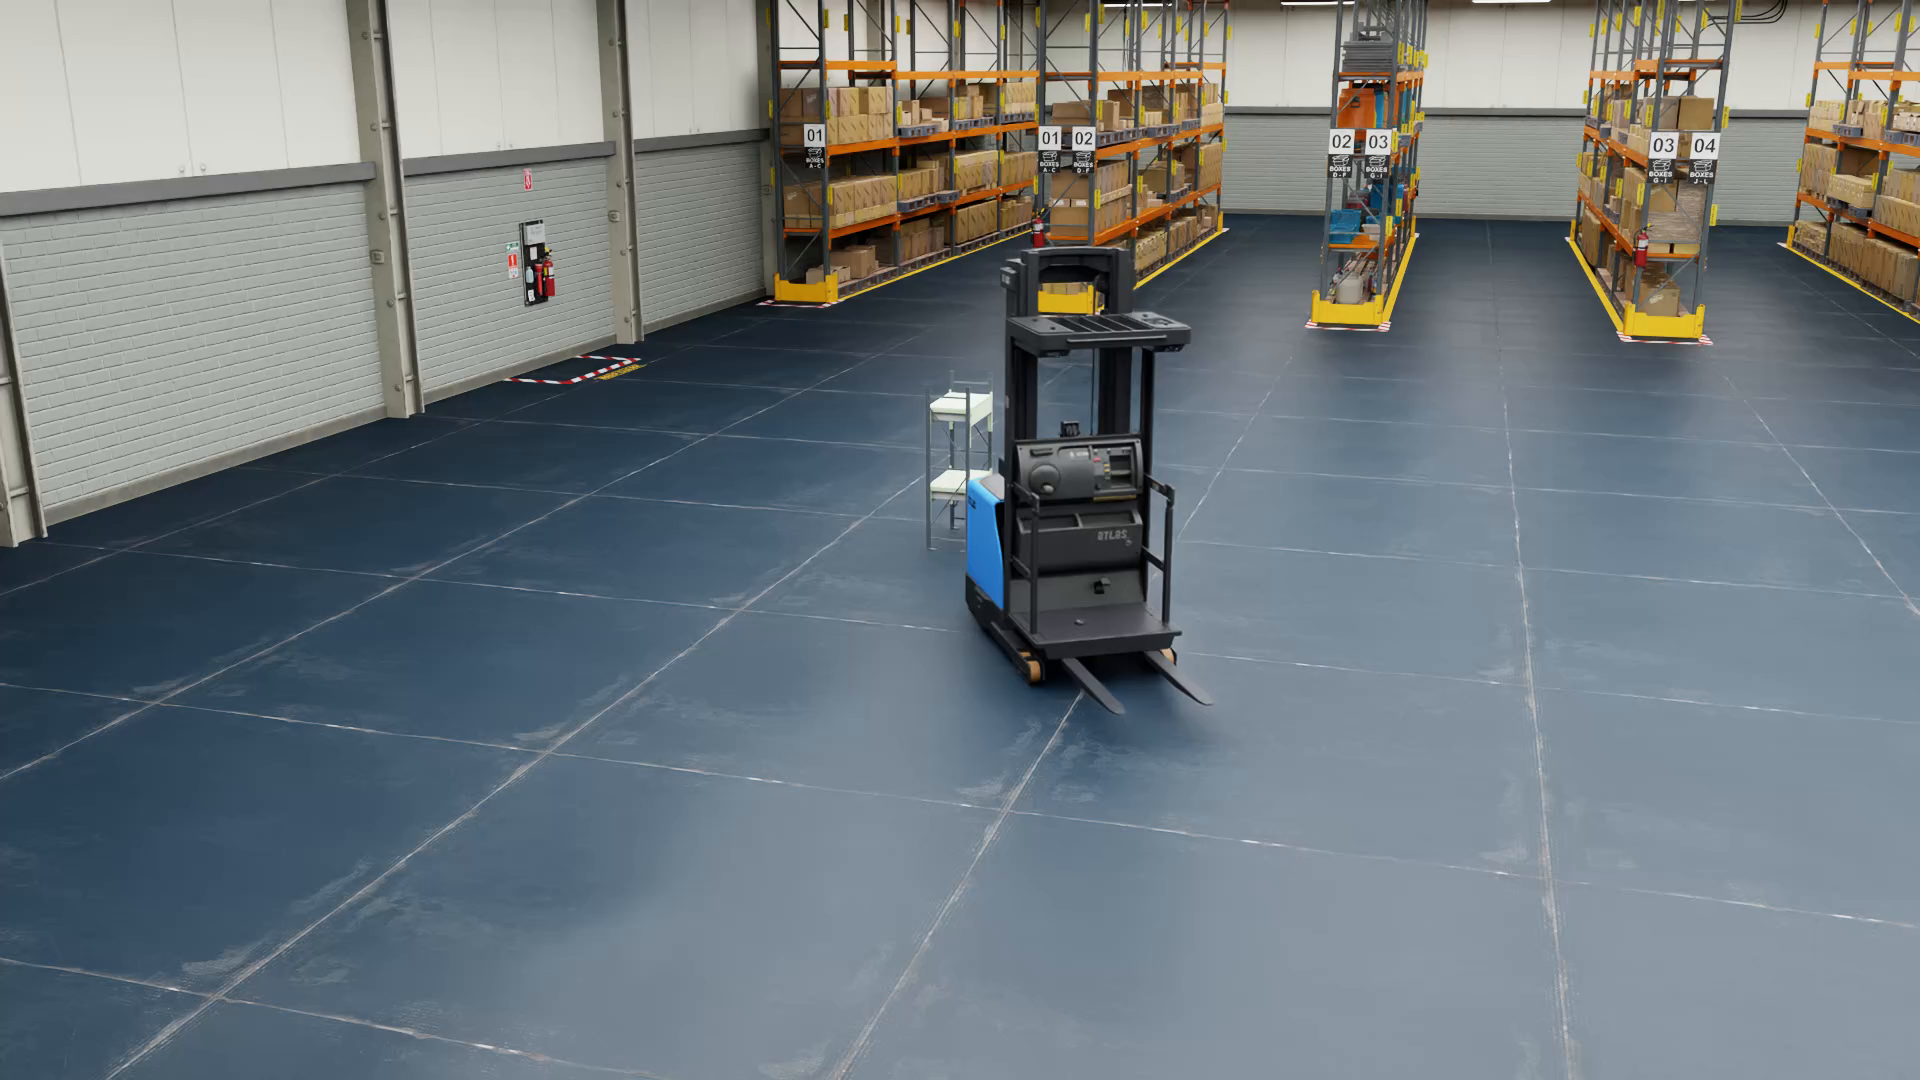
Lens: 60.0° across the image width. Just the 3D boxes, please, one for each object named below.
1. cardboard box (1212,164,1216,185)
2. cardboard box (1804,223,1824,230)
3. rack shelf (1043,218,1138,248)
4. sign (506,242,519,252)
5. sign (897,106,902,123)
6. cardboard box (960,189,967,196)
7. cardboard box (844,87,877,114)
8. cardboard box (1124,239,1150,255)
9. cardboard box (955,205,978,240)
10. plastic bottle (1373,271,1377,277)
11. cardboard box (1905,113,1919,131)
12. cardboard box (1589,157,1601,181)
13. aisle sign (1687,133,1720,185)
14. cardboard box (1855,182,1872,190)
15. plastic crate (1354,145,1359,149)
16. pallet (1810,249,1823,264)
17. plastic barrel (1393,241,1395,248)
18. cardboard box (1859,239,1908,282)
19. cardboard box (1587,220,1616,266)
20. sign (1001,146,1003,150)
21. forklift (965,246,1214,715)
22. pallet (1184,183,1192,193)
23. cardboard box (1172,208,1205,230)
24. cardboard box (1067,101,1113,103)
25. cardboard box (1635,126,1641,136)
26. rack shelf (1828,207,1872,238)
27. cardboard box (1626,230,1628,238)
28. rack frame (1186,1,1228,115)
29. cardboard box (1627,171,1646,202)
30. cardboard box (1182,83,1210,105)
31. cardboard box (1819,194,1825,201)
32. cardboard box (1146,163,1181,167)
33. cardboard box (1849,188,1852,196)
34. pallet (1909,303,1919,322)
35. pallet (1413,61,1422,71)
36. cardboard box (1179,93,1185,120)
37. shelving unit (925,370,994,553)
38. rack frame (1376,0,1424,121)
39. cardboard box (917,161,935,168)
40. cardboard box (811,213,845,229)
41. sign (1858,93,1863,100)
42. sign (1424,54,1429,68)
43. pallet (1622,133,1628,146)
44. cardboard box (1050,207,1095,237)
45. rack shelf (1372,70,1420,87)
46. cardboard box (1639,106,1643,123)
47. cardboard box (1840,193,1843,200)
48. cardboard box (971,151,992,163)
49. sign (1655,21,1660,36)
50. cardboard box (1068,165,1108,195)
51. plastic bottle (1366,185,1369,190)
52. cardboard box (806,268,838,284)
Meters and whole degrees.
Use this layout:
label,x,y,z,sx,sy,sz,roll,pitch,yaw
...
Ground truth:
label,x,y,z,sx,sy,sz,roll,pitch,yaw
cardboard box,6.248,-9.346,42.520,0.500,0.500,0.500,5,17,16
cardboard box,20.006,-7.319,38.923,0.380,0.149,0.250,4,16,13
rack shelf,2.427,-5.693,31.144,1.077,0.370,4.000,5,16,16
sign,-6.212,-4.072,23.074,0.001,0.109,0.331,5,16,16
sign,-1.232,-8.598,33.621,0.100,0.325,0.005,5,16,16
cardboard box,-0.066,-8.078,38.655,0.380,0.149,0.250,5,17,18
cardboard box,-1.921,-8.494,32.151,0.500,0.500,0.500,4,16,14
cardboard box,3.645,-6.067,34.383,0.500,0.311,0.500,4,16,14
cardboard box,-0.028,-7.571,39.616,0.750,0.750,0.750,5,16,16
plastic bottle,7.691,-4.789,30.687,0.144,0.351,0.185,5,16,16
cardboard box,17.651,-7.642,30.408,0.500,0.311,0.500,4,16,15
cardboard box,14.640,-8.459,37.933,0.500,0.500,0.500,5,17,17
aisle sign,11.626,-5.958,25.996,0.394,0.787,0.004,5,16,16
cardboard box,18.204,-7.094,33.365,0.380,0.149,0.250,5,17,18
plastic crate,6.860,-7.089,29.278,0.392,0.384,0.575,5,16,16
pallet,19.650,-6.313,37.119,1.003,0.211,1.213,5,16,16
plastic barrel,9.645,-7.137,37.991,0.600,0.901,0.708,5,16,16
cardboard box,18.097,-5.396,32.132,1.050,0.750,0.750,4,16,15
cardboard box,13.845,-6.199,34.732,1.225,0.875,0.875,4,16,13
sign,1.125,-10.585,45.339,0.100,0.325,0.005,5,16,16
forklift,0.919,-0.515,11.695,1.130,2.935,3.031,-4,16,-15
pallet,4.937,-8.363,39.589,1.003,0.211,1.213,5,16,16
cardboard box,5.798,-8.158,42.285,0.797,0.503,0.637,5,16,16
cardboard box,2.407,-7.904,30.907,0.797,0.503,0.637,7,17,22
cardboard box,11.809,-7.021,28.552,0.380,0.149,0.250,4,16,15
rack shelf,18.924,-6.606,34.362,1.077,0.370,4.000,5,16,16
cardboard box,11.811,-5.311,28.938,0.380,0.149,0.250,5,16,16
rack frame,6.406,-12.588,43.141,1.000,3.000,0.127,5,16,16
cardboard box,11.838,-6.106,28.720,0.500,0.500,0.500,5,16,16
cardboard box,5.785,-11.009,41.055,0.700,0.500,0.500,5,16,16
cardboard box,19.597,-7.728,37.458,0.380,0.149,0.250,4,16,13
cardboard box,4.785,-8.615,39.172,0.700,0.500,0.500,7,17,25
cardboard box,18.351,-7.087,33.886,0.380,0.149,0.250,5,16,15
pallet,16.928,-3.848,28.430,1.003,0.211,1.213,5,16,16
pallet,9.115,-10.013,35.142,1.213,0.211,1.003,5,16,16
cardboard box,4.887,-10.094,38.709,0.600,0.600,0.600,4,16,15
shelving unit,-0.002,-0.720,15.039,0.431,1.500,0.755,5,16,16
rack frame,10.017,-11.157,38.094,1.000,3.000,0.127,5,16,16
cardboard box,-0.765,-8.386,37.142,0.380,0.149,0.250,2,16,7
cardboard box,-2.449,-5.940,30.933,0.500,0.250,0.500,4,16,14
sign,21.156,-10.343,39.098,0.100,0.325,0.005,5,16,16
sign,11.686,-12.010,41.692,0.100,0.325,0.005,5,16,16
pallet,12.770,-7.300,30.336,1.213,0.211,1.003,5,16,16
cardboard box,2.004,-5.686,29.615,0.700,0.500,0.500,5,16,16
rack shelf,9.449,-10.095,36.402,1.077,0.370,4.000,5,16,16
cardboard box,12.721,-7.604,30.105,0.797,0.503,0.637,4,16,13
cardboard box,18.574,-7.147,34.642,0.380,0.149,0.250,4,16,15
cardboard box,0.477,-9.326,40.492,0.500,0.250,0.500,5,17,17
sign,15.289,-11.221,36.464,0.100,0.325,0.005,5,16,16
cardboard box,2.306,-6.594,30.438,0.700,0.500,0.500,5,16,16
plastic bottle,9.087,-7.760,37.202,0.144,0.351,0.185,5,16,16
cardboard box,-2.609,-4.992,31.473,0.500,0.311,0.500,3,16,10
